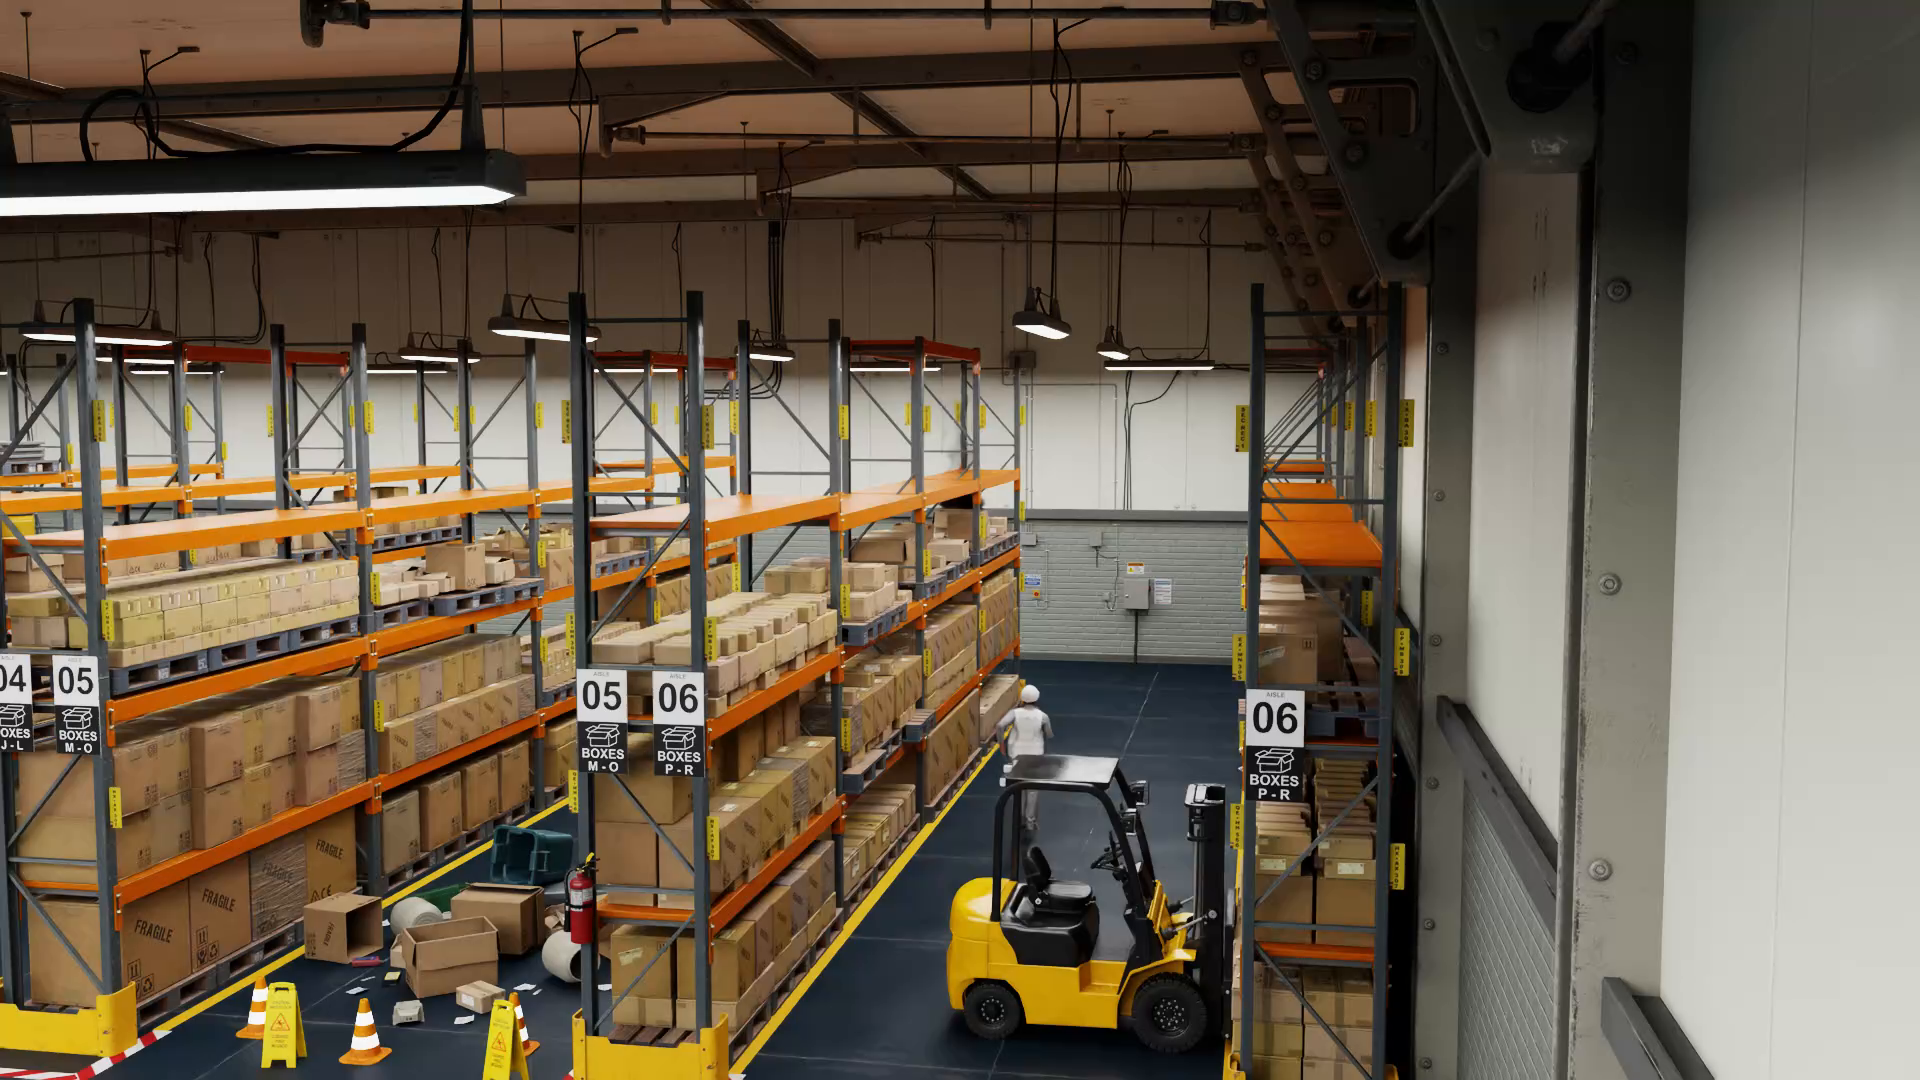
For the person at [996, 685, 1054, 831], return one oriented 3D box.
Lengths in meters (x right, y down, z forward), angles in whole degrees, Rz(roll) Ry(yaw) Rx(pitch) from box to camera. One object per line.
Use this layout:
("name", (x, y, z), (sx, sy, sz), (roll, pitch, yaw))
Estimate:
("person", (0.793, 2.662, 20.191), (0.660, 1.809, 0.878), (1, 5, 12))
